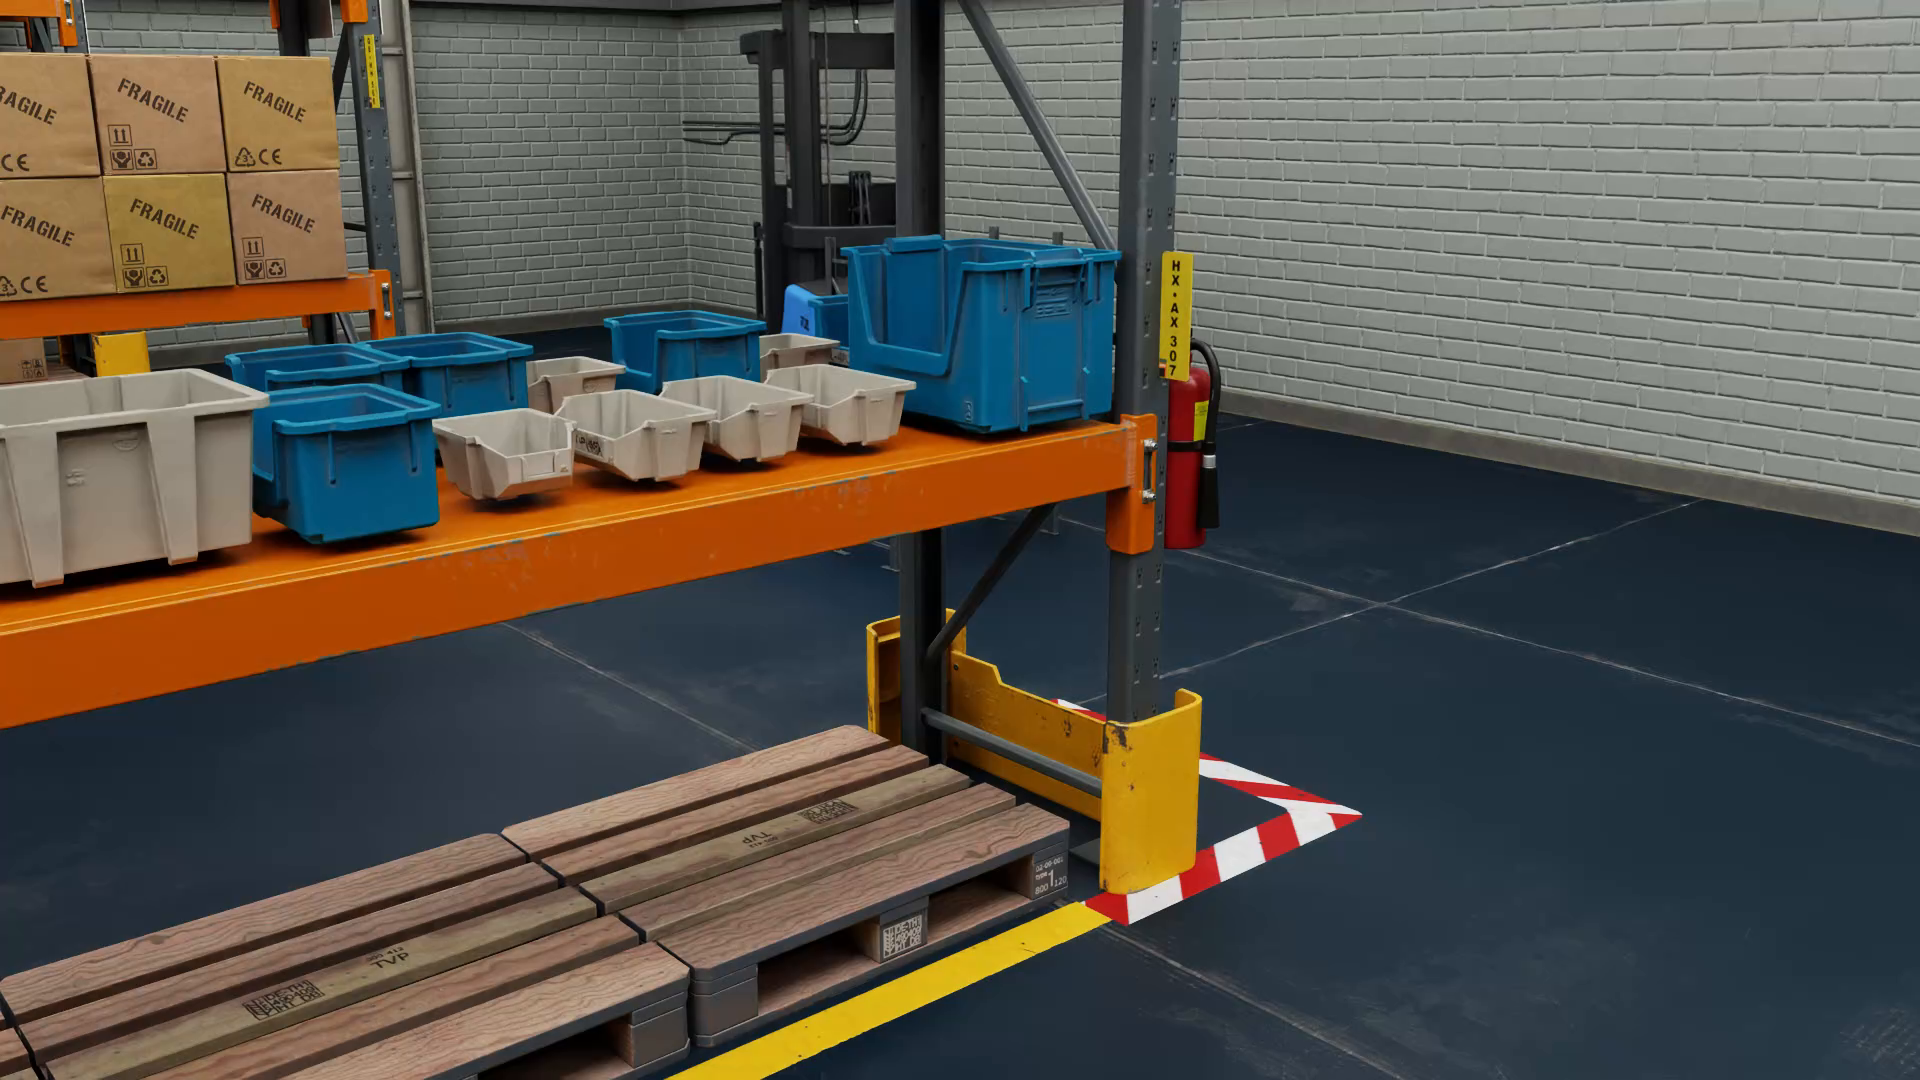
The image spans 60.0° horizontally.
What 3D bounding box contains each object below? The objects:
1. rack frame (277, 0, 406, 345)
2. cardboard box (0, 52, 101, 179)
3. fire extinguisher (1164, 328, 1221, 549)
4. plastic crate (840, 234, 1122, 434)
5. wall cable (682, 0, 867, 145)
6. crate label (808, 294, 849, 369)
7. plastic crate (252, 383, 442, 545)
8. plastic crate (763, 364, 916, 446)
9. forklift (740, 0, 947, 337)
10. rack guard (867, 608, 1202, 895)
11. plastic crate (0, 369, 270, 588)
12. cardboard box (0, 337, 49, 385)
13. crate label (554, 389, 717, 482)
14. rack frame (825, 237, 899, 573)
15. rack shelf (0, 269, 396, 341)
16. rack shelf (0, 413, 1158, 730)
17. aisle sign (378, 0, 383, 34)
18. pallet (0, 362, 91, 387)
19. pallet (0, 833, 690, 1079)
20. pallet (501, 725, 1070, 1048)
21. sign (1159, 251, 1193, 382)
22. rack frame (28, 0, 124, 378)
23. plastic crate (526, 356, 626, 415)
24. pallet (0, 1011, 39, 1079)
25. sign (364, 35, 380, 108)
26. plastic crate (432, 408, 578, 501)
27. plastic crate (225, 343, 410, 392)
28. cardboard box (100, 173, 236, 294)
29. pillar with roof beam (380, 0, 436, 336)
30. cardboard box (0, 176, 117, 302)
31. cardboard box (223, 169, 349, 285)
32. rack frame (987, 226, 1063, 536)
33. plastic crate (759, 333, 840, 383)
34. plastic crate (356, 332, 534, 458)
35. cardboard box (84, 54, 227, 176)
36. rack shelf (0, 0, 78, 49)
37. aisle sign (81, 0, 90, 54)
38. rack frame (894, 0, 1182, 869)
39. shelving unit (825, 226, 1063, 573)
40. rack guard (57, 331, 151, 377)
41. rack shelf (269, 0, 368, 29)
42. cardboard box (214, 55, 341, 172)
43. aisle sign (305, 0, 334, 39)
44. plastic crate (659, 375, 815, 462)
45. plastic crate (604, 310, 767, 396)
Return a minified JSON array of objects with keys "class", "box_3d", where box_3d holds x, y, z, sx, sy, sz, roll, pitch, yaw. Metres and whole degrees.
[{"class":"rack frame","box_3d":[-3.068,-1.565,8.296,0.127,3.000,1.000,-13,19,-39]},{"class":"cardboard box","box_3d":[-3.992,-1.793,7.018,0.500,0.500,0.500,-12,19,-38]},{"class":"fire extinguisher","box_3d":[0.593,-0.319,4.506,0.183,0.674,0.296,-13,19,-39]},{"class":"plastic crate","box_3d":[0.051,-0.553,4.322,0.499,0.435,0.616,-13,19,-39]},{"class":"wall cable","box_3d":[-1.821,-4.815,14.857,0.112,2.526,3.097,-13,19,-39]},{"class":"crate label","box_3d":[-0.222,-0.570,4.780,0.303,0.233,0.416,-13,19,-39]},{"class":"plastic crate","box_3d":[-1.200,-0.150,3.208,0.300,0.233,0.416,-13,19,-39]},{"class":"plastic crate","box_3d":[-0.316,-0.328,4.060,0.243,0.136,0.396,-13,19,-39]},{"class":"forklift","box_3d":[-0.728,-2.075,10.339,1.130,2.935,3.031,-4,16,-16]},{"class":"rack guard","box_3d":[0.190,0.601,5.030,0.348,0.500,1.175,-13,19,-39]},{"class":"plastic crate","box_3d":[-1.564,-0.117,2.988,0.530,0.282,0.437,-13,19,-39]},{"class":"cardboard box","box_3d":[-6.785,-1.386,11.655,0.500,0.500,0.700,-13,19,-39]},{"class":"crate label","box_3d":[-0.738,-0.230,3.693,0.243,0.136,0.396,-13,19,-39]},{"class":"rack frame","box_3d":[-0.448,-0.624,7.680,0.032,1.500,0.500,-13,19,-39]},{"class":"rack shelf","box_3d":[-4.577,-0.878,7.120,4.000,0.370,1.077,-13,19,-39]},{"class":"rack shelf","box_3d":[-1.328,0.087,3.508,4.000,0.370,1.077,-13,19,-39]},{"class":"aisle sign","box_3d":[-2.816,-2.773,7.780,0.004,0.787,0.394,-13,19,-39]},{"class":"pallet","box_3d":[-6.875,-1.031,11.699,1.213,0.211,1.003,-13,19,-39]},{"class":"pallet","box_3d":[-1.387,1.085,3.779,1.213,0.211,1.003,-13,19,-39]},{"class":"pallet","box_3d":[-0.467,0.880,4.548,1.213,0.211,1.003,-13,19,-39]},{"class":"sign","box_3d":[0.554,-0.574,4.272,0.005,0.325,0.100,-13,19,-39]},{"class":"rack frame","box_3d":[-6.323,-2.529,11.904,0.127,3.000,1.000,-13,19,-39]},{"class":"plastic crate","box_3d":[-1.030,-0.371,4.220,0.298,0.136,0.250,-13,19,-39]},{"class":"pallet","box_3d":[-2.308,1.293,3.001,1.213,0.211,1.003,-13,19,-39]},{"class":"sign","box_3d":[-2.719,-2.165,7.688,0.005,0.325,0.100,-13,19,-39]},{"class":"plastic crate","box_3d":[-0.949,-0.176,3.491,0.250,0.136,0.298,-13,19,-39]},{"class":"plastic crate","box_3d":[-1.441,-0.296,3.755,0.300,0.233,0.416,-13,19,-39]},{"class":"cardboard box","box_3d":[-3.616,-1.396,7.469,0.500,0.500,0.500,-12,19,-39]},{"class":"pillar with roof beam","box_3d":[-2.028,-5.215,10.335,0.400,9.000,9.100,-13,19,-39]},{"class":"cardboard box","box_3d":[-3.996,-1.312,7.156,0.500,0.500,0.500,-12,19,-39]},{"class":"cardboard box","box_3d":[-3.227,-1.484,7.800,0.500,0.500,0.500,-12,19,-38]},{"class":"rack frame","box_3d":[0.319,-0.796,8.325,0.032,1.500,0.500,-13,19,-39]},{"class":"plastic crate","box_3d":[-0.518,-0.485,4.650,0.298,0.136,0.250,-13,19,-39]},{"class":"plastic crate","box_3d":[-1.215,-0.347,3.945,0.300,0.233,0.416,-13,19,-39]},{"class":"cardboard box","box_3d":[-3.604,-1.881,7.350,0.500,0.500,0.500,-12,19,-38]},{"class":"rack shelf","box_3d":[-7.831,-3.291,10.341,4.000,0.370,1.077,-13,19,-39]},{"class":"aisle sign","box_3d":[-6.071,-3.738,11.395,0.004,0.787,0.394,-13,19,-39]},{"class":"rack frame","box_3d":[0.181,-0.600,4.683,0.127,3.000,1.000,-13,19,-39]},{"class":"shelving unit","box_3d":[-0.064,-0.710,8.002,1.048,1.500,0.538,-13,19,-39]},{"class":"rack guard","box_3d":[-6.305,-1.325,12.242,0.348,0.500,1.175,-13,19,-39]},{"class":"rack shelf","box_3d":[-4.577,-2.328,6.733,4.000,0.370,1.077,-13,19,-39]},{"class":"cardboard box","box_3d":[-3.223,-1.967,7.671,0.500,0.500,0.500,-13,20,-40]},{"class":"aisle sign","box_3d":[-3.209,-2.890,8.218,0.004,0.787,0.394,-13,19,-39]},{"class":"plastic crate","box_3d":[-0.544,-0.282,3.887,0.243,0.136,0.396,-13,19,-39]},{"class":"plastic crate","box_3d":[-0.718,-0.459,4.363,0.300,0.233,0.416,-13,19,-39]}]
